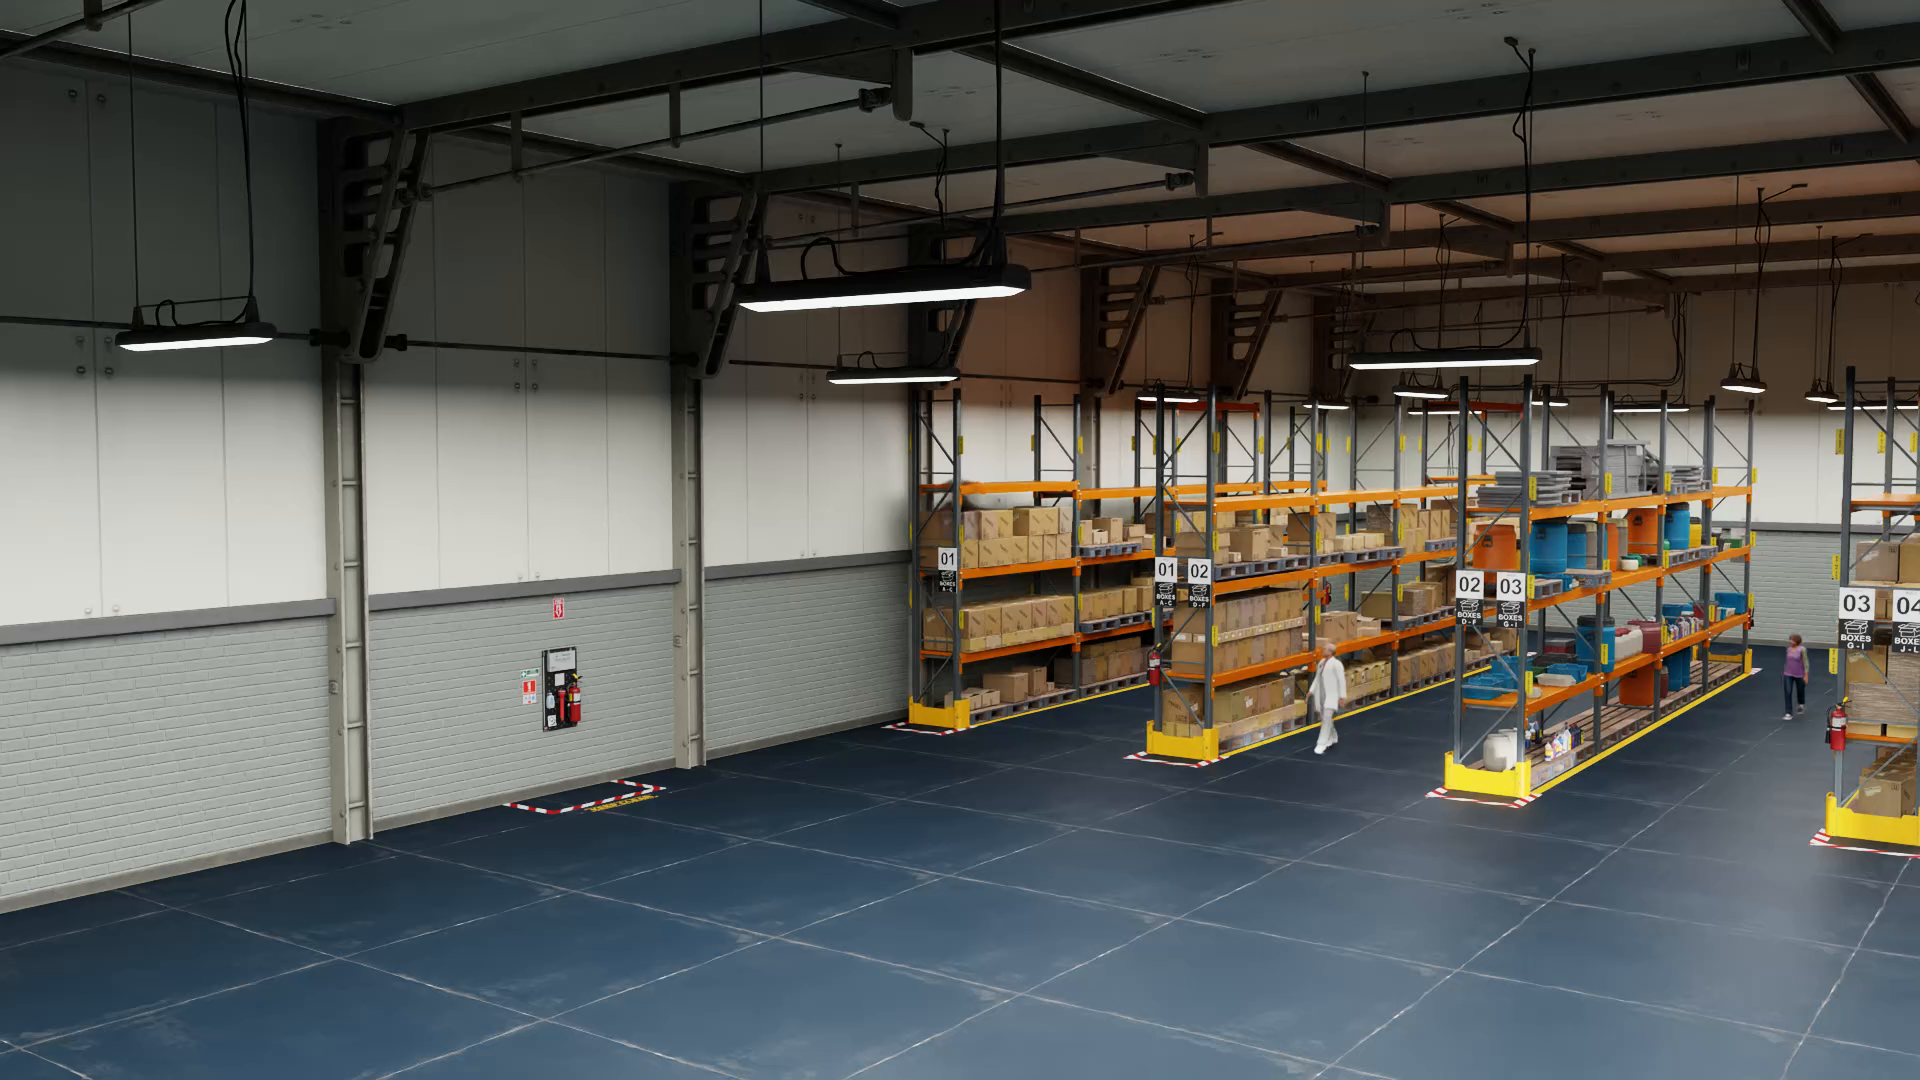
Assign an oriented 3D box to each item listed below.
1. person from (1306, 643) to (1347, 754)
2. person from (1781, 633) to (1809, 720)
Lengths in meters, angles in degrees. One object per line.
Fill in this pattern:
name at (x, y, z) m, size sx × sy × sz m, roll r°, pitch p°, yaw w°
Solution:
person at (6.000, 2.566, 27.275) m, size 0.701 × 1.739 × 1.033 m, roll 3°, pitch 4°, yaw 40°
person at (15.244, 2.479, 30.350) m, size 0.460 × 1.568 × 0.637 m, roll 2°, pitch 4°, yaw 30°
